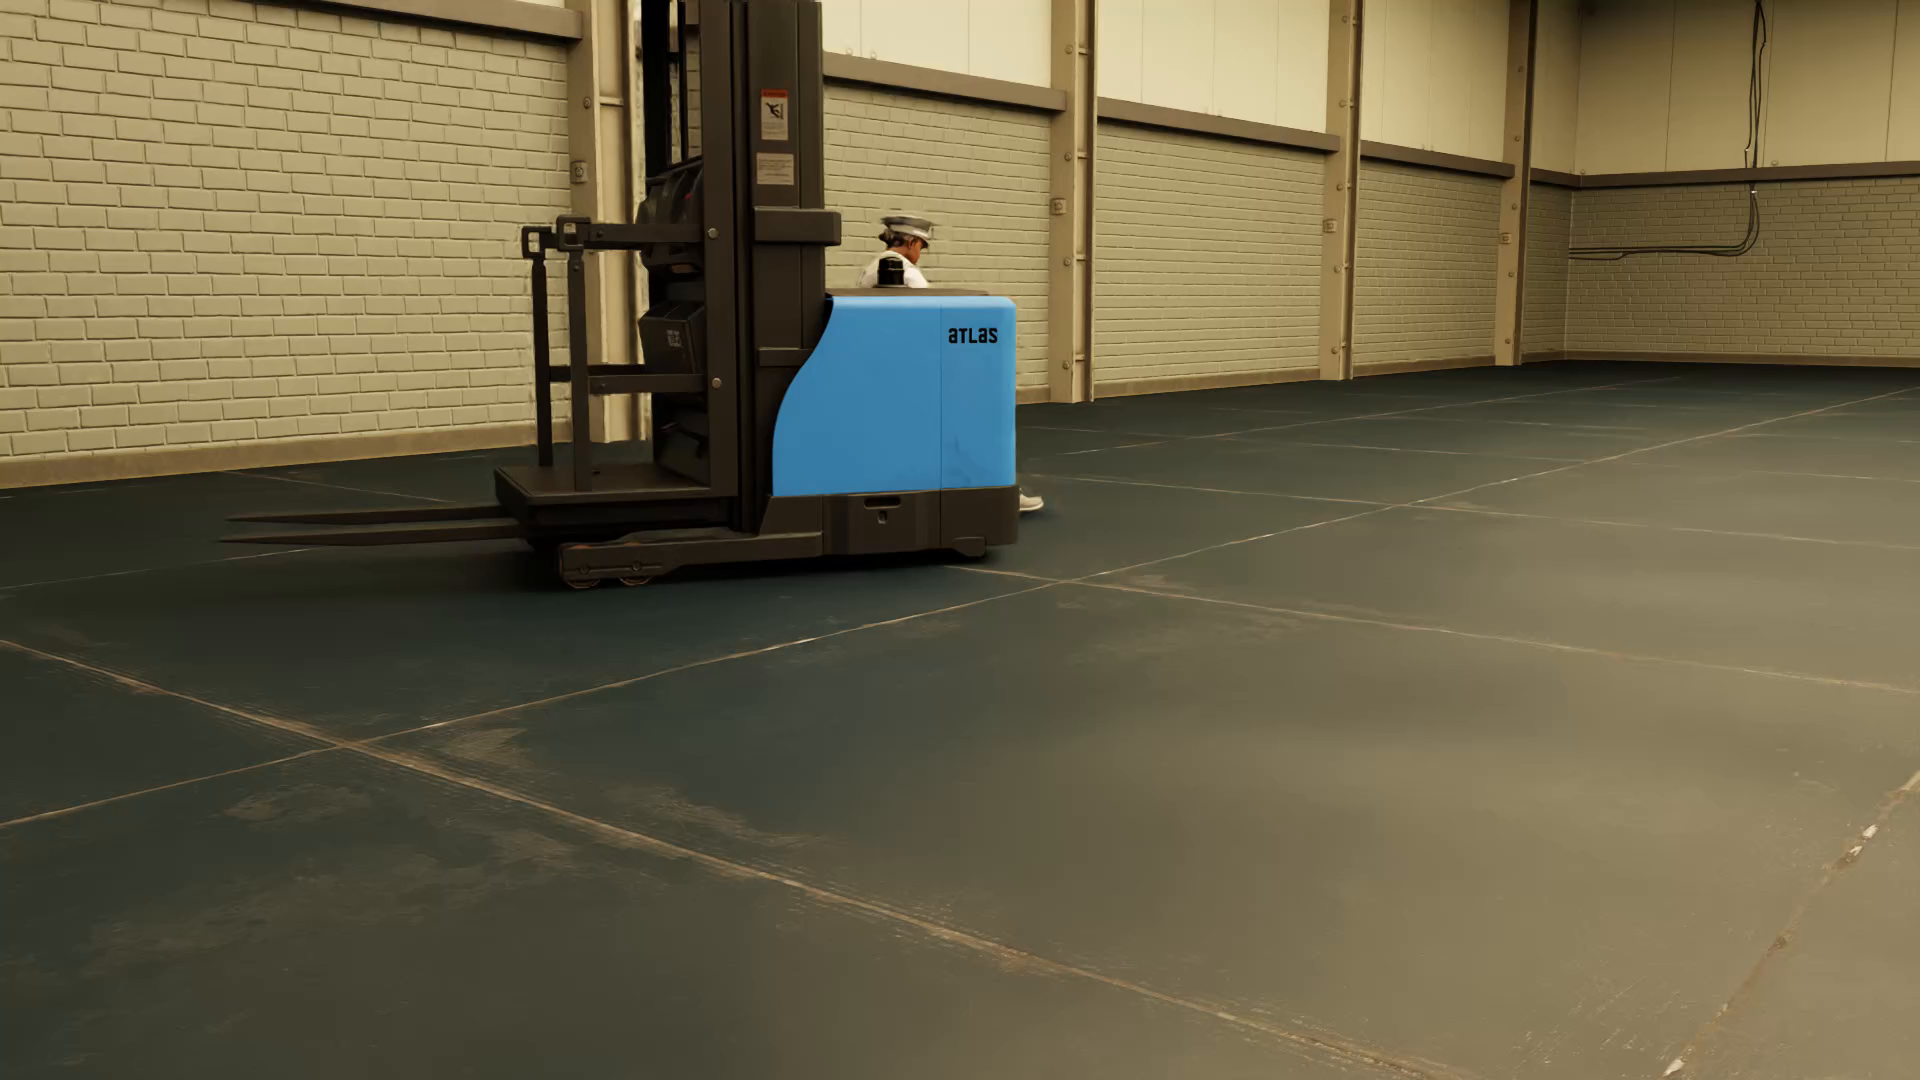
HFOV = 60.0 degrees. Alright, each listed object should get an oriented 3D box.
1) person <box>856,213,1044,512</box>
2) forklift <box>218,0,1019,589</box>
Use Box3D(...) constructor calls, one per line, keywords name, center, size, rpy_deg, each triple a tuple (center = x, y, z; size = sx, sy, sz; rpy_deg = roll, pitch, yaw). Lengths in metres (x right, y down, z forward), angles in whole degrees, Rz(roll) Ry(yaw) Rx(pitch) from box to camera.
Box3D(name="person", center=(-0.222, -0.845, 8.243), size=(0.937, 1.515, 0.983), rpy_deg=(-6, 10, -37))
Box3D(name="forklift", center=(-1.329, -1.354, 6.535), size=(3.031, 2.935, 1.130), rpy_deg=(-3, 9, -21))
